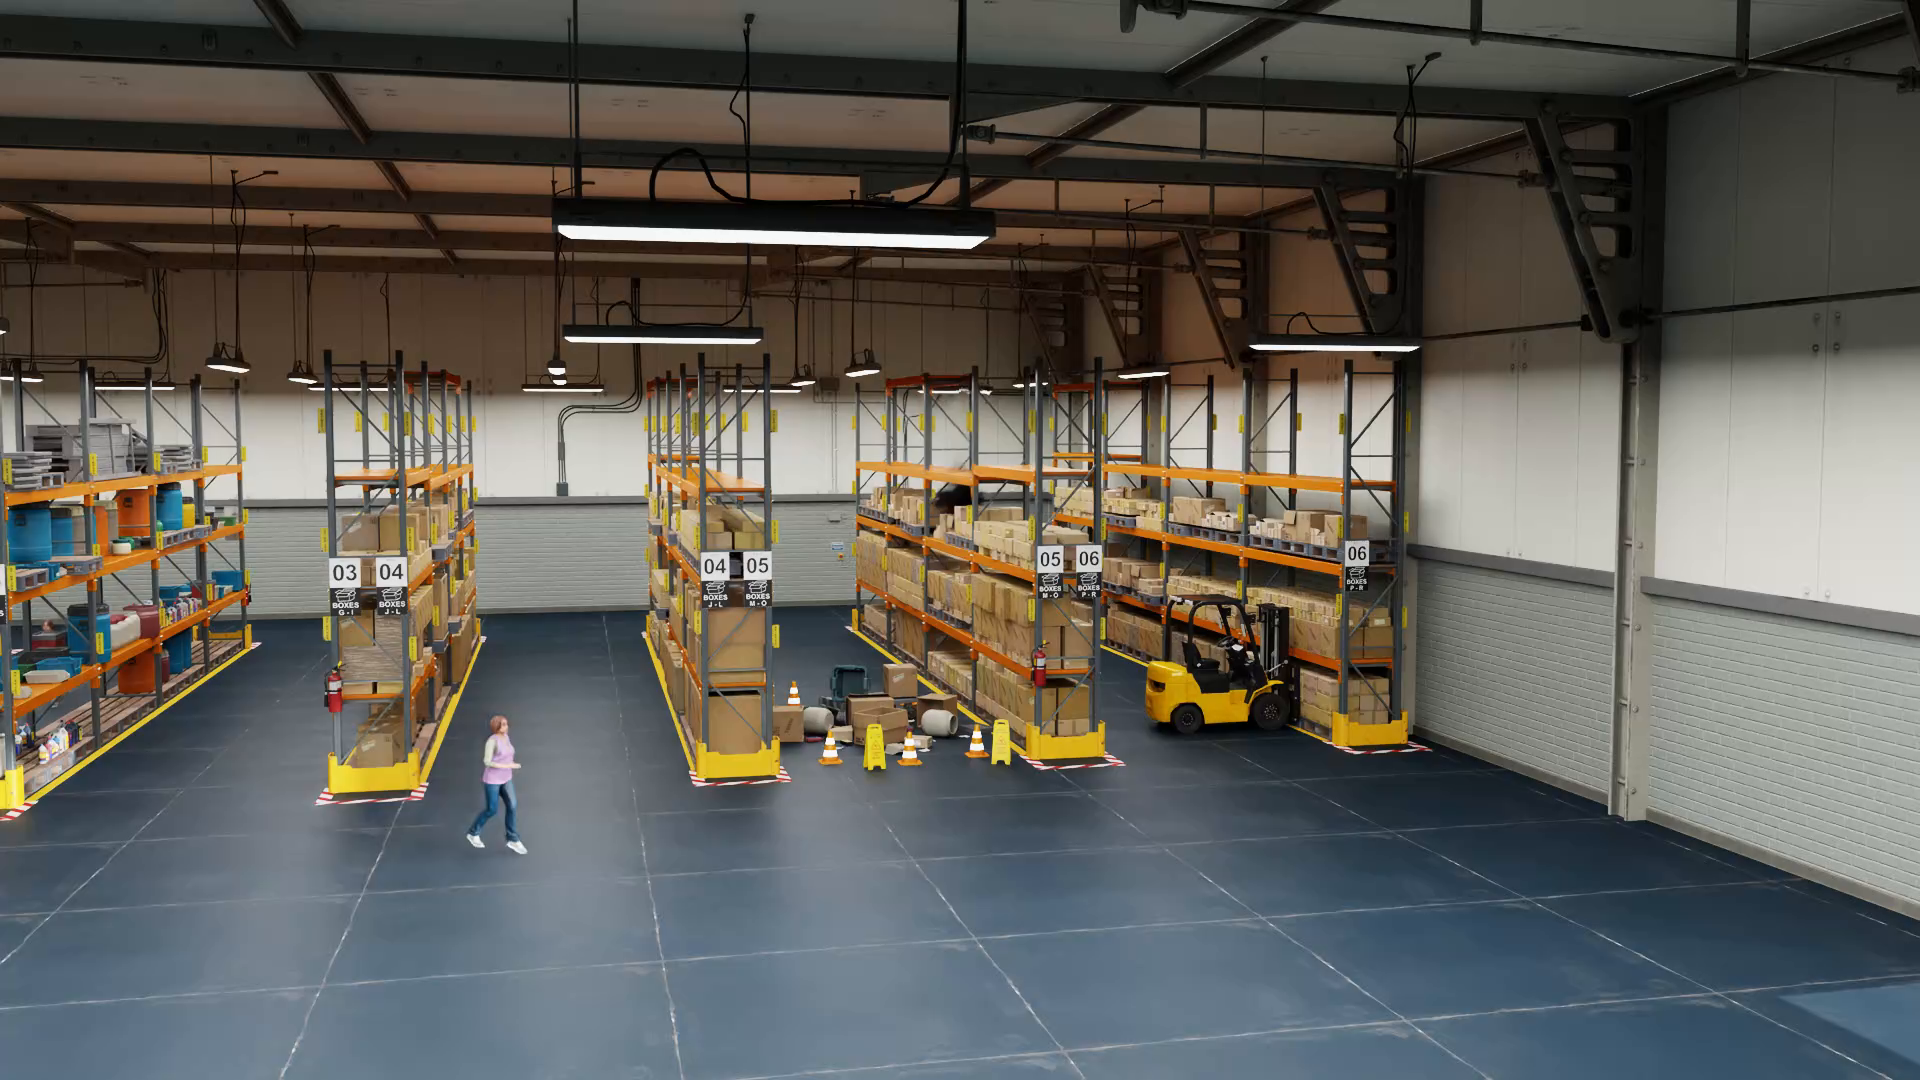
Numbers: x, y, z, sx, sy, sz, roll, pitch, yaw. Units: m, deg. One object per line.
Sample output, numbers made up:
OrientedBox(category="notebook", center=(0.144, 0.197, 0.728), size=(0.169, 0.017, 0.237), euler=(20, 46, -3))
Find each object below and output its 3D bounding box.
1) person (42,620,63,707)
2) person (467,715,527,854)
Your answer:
OrientedBox(category="person", center=(-16.023, 2.182, 29.270), size=(0.510, 1.556, 0.519), euler=(-1, 4, -12))
OrientedBox(category="person", center=(-5.423, 2.849, 19.435), size=(0.745, 1.637, 0.556), euler=(1, 4, 19))
